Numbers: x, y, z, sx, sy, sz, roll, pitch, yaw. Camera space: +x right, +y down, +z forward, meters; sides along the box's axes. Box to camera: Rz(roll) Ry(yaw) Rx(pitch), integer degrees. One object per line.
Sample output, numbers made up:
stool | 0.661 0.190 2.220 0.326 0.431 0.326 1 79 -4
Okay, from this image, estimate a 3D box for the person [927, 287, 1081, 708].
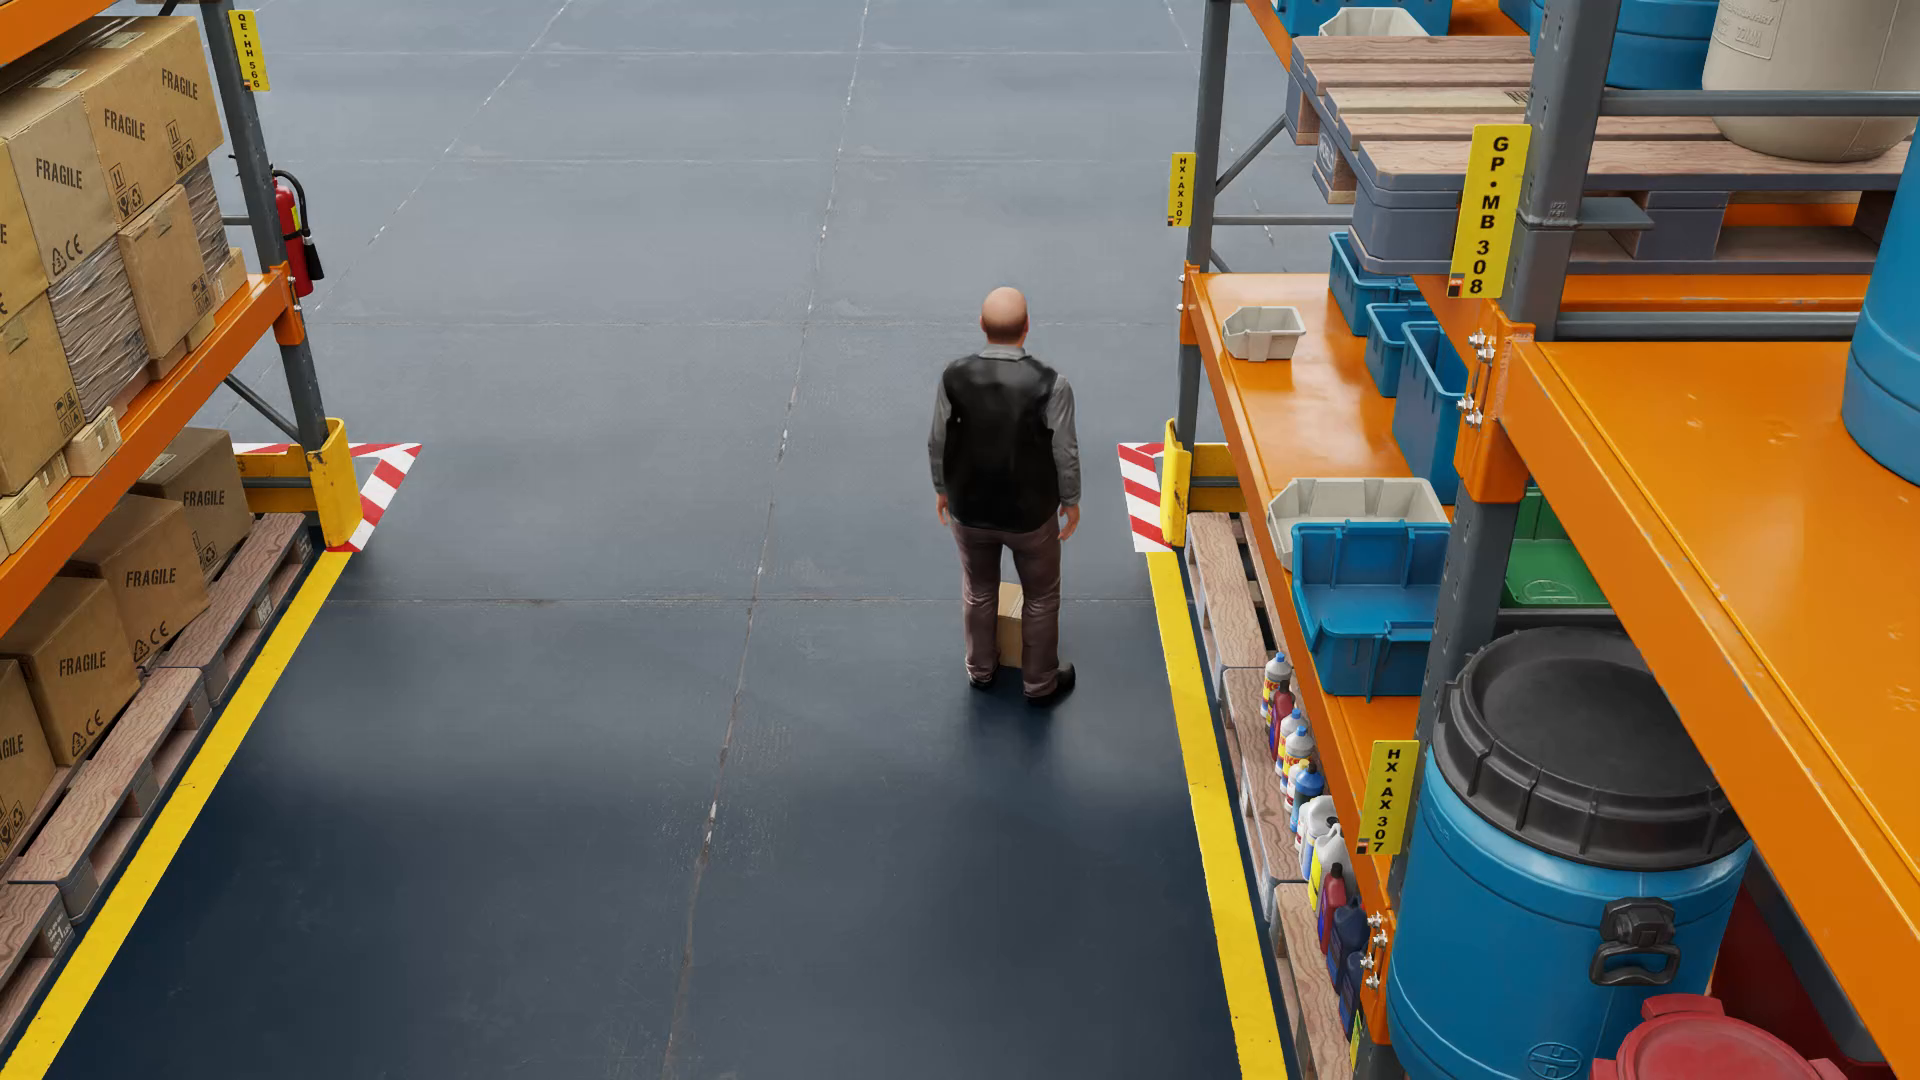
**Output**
person | 0.174 -0.137 6.385 0.582 1.718 0.475 8 32 13
